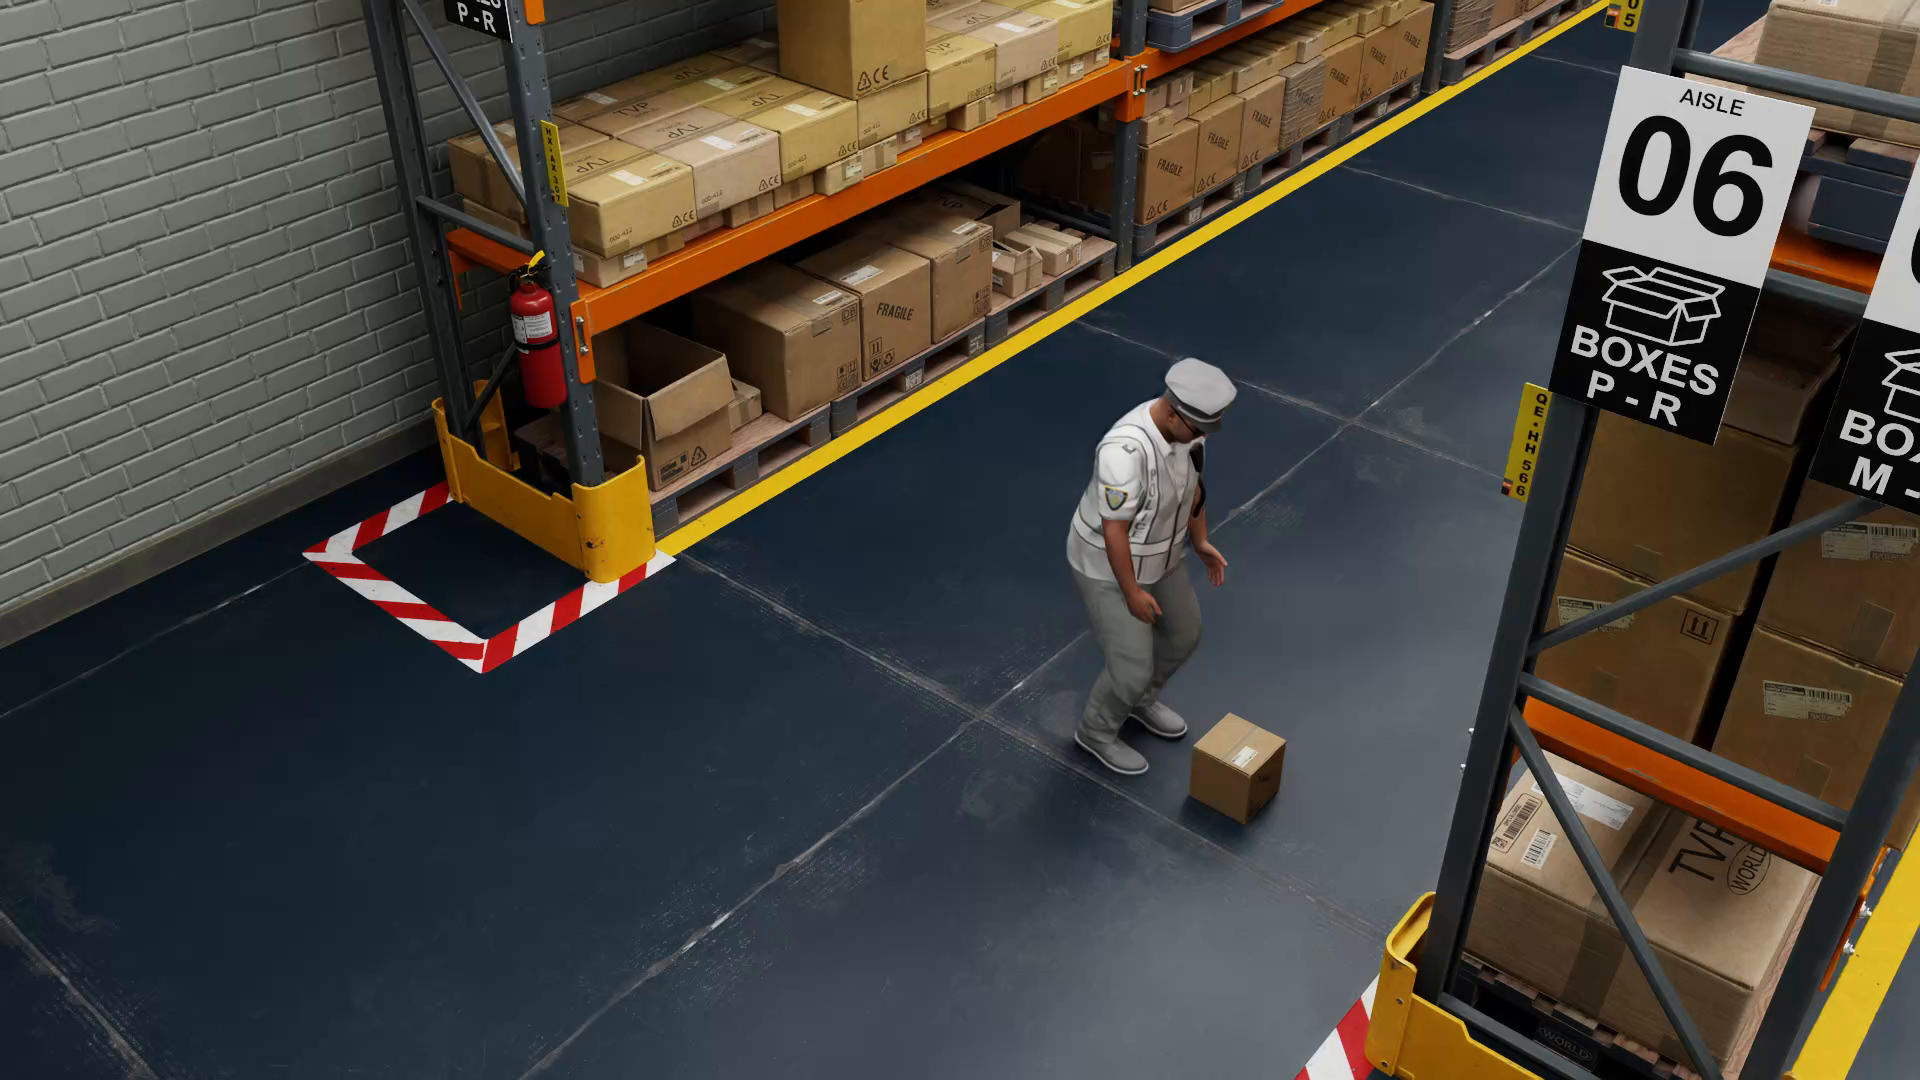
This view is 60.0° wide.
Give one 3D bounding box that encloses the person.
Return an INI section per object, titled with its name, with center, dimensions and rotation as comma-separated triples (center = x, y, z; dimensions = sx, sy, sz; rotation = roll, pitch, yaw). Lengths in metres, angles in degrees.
[person]
center = 0.689, 0.080, 6.101
dimensions = 0.539, 1.679, 0.564
rotation = 27, 43, 33
